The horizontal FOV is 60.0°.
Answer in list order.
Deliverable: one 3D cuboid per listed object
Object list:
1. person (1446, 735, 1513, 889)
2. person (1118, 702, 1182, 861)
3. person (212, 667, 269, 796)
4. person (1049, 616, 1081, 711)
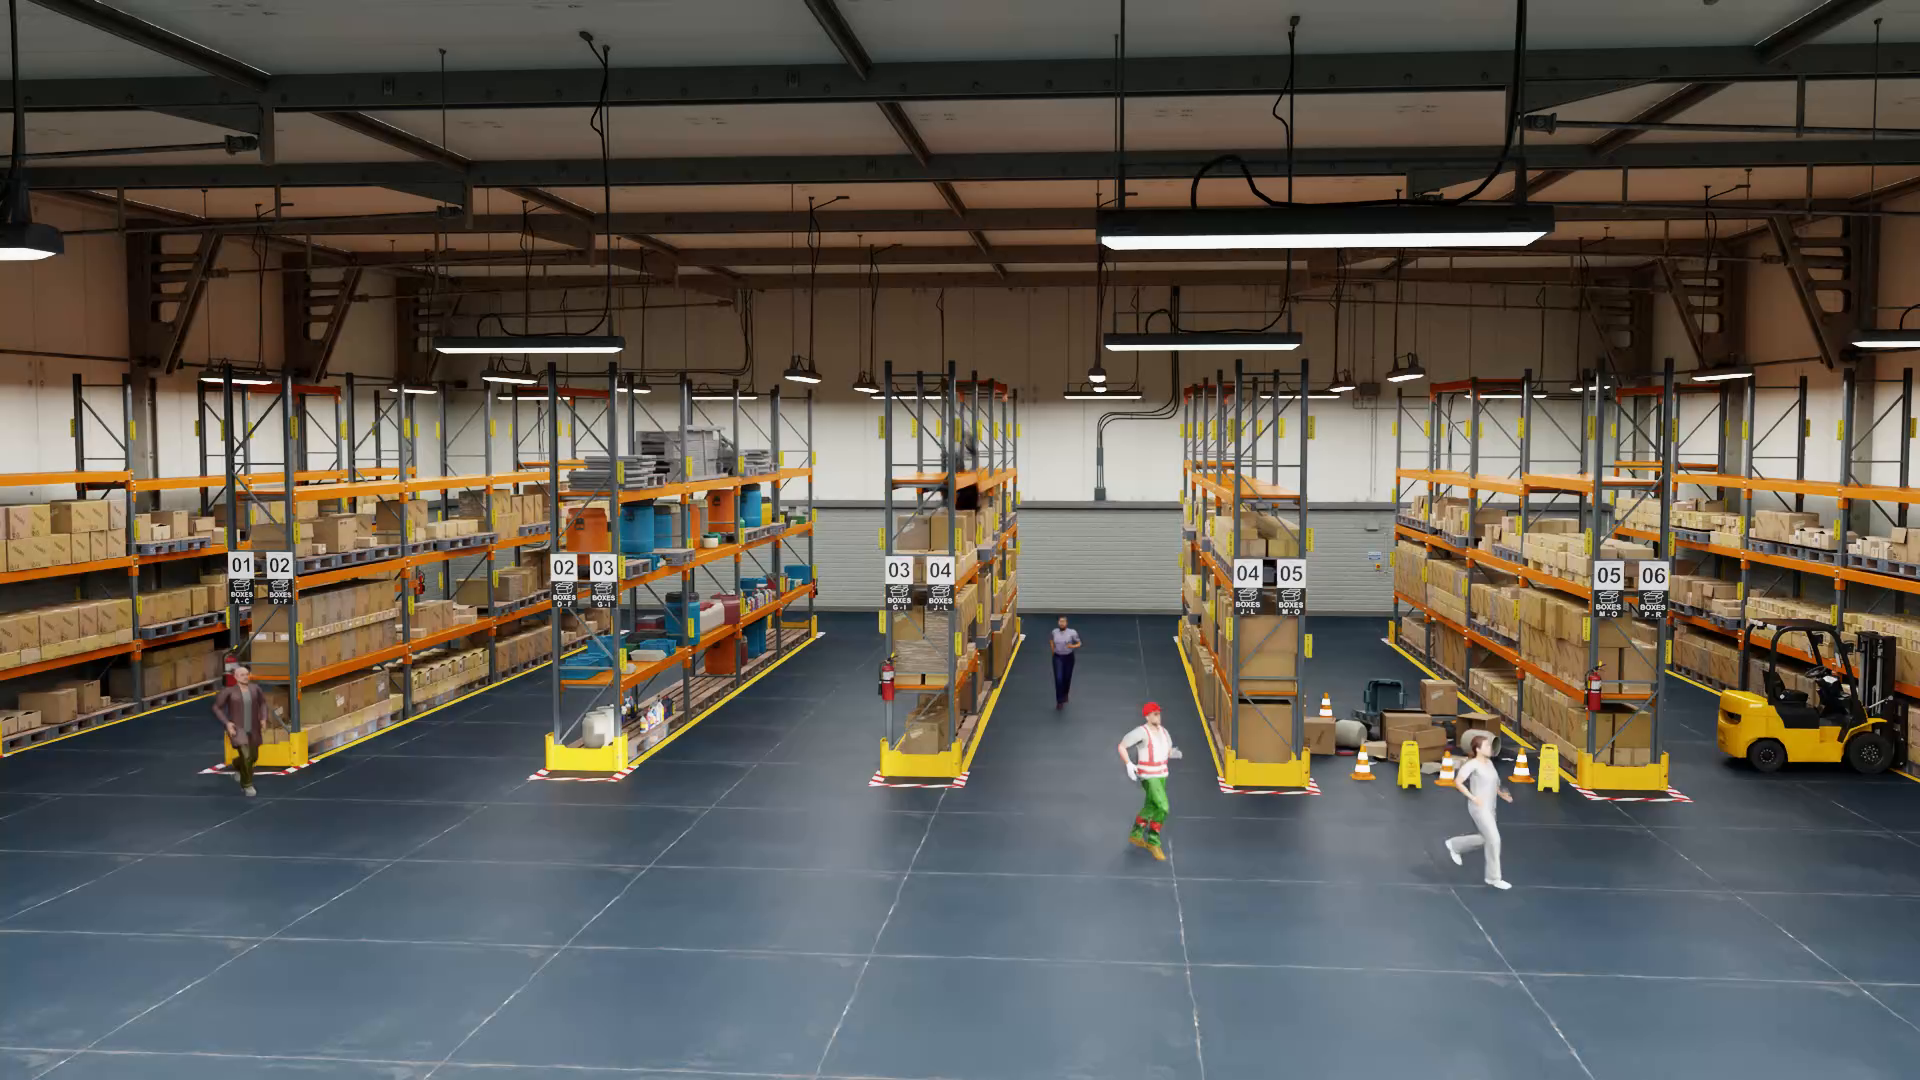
[{"bbox_3d":[5.730,2.979,18.408,0.566,1.660,0.818,-4,5,-44],"label":"person"},{"bbox_3d":[2.270,2.825,19.563,0.758,1.838,0.646,3,5,42],"label":"person"},{"bbox_3d":[-9.959,2.626,23.035,0.808,1.756,0.739,3,5,40],"label":"person"},{"bbox_3d":[1.899,2.206,30.103,0.587,1.683,0.866,0,4,4],"label":"person"}]
